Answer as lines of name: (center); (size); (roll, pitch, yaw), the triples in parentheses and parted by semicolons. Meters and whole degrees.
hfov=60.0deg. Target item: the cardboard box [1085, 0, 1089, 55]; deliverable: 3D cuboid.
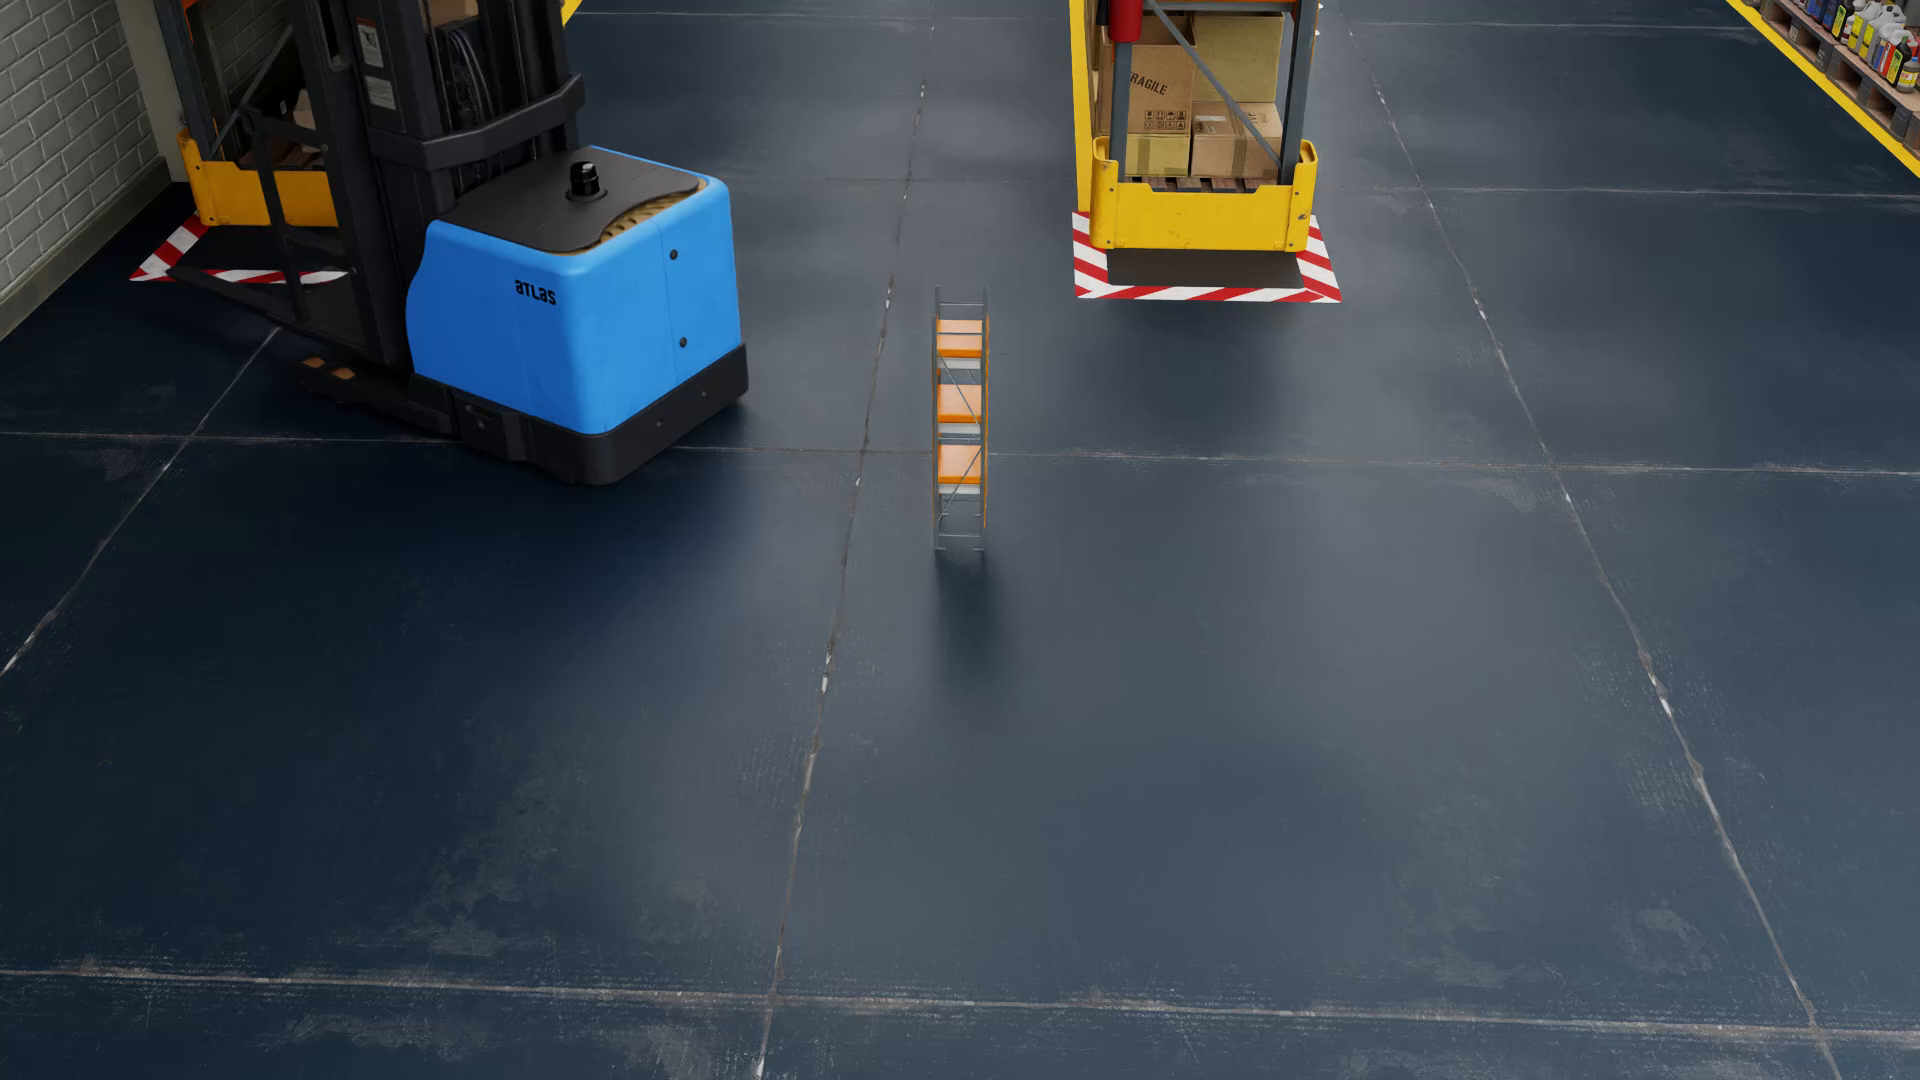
cardboard box: (1.086, -3.415, 11.027); (0.500, 0.250, 0.500); (1, 35, 2)

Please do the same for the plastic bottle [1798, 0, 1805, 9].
plastic bottle: (5.949, -3.831, 11.643); (0.097, 0.201, 0.097); (0, 35, 0)

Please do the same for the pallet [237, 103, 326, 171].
pallet: (-3.581, -2.385, 9.960); (1.003, 0.211, 1.213); (1, 35, 2)

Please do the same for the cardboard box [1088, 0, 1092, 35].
cardboard box: (1.069, -3.435, 10.402); (0.500, 0.500, 0.500); (1, 35, 2)

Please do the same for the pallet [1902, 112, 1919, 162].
pallet: (6.241, -2.158, 9.637); (1.003, 0.211, 1.213); (1, 35, 2)

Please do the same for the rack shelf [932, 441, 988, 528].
rack shelf: (0.002, -0.224, 6.658); (0.215, 0.259, 0.240); (1, 35, 2)

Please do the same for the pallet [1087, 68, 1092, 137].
pallet: (1.338, -2.902, 10.696); (1.003, 0.211, 1.213); (1, 35, 2)

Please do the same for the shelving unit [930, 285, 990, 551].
shelving unit: (0.002, -0.460, 6.492); (0.215, 1.050, 0.252); (1, 35, 2)

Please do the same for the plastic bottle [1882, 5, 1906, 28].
plastic bottle: (6.085, -3.355, 10.901); (0.152, 0.276, 0.135); (1, 35, 2)

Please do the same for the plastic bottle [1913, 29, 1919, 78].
plastic bottle: (6.027, -3.063, 10.480); (0.061, 0.283, 0.133); (1, 35, 2)

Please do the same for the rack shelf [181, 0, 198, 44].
rack shelf: (-3.572, -3.871, 10.275); (1.077, 0.370, 4.000); (1, 35, 2)

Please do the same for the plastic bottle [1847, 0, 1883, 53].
plastic bottle: (5.936, -3.375, 10.864); (0.144, 0.351, 0.185); (1, 35, 2)

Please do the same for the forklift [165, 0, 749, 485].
forklift: (-2.491, -2.059, 7.131); (3.031, 2.935, 1.130); (20, 40, 25)

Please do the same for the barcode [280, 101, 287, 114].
barcode: (-3.933, -2.515, 9.667); (0.001, 0.075, 0.075); (1, 35, 2)

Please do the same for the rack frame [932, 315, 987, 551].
rack frame: (-0.003, -0.390, 6.392); (0.200, 1.050, 0.008); (1, 35, 2)

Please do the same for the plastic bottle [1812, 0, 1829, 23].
plastic bottle: (5.961, -3.727, 11.366); (0.144, 0.351, 0.185); (2, 35, 3)

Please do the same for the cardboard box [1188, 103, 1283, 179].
cardboard box: (1.542, -2.254, 9.374); (0.500, 0.250, 0.500); (1, 35, 2)

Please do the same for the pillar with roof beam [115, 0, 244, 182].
pillar with roof beam: (-0.187, -5.793, 7.167); (9.100, 9.000, 0.400); (1, 35, 2)

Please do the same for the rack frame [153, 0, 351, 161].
rack frame: (-3.652, -3.016, 8.433); (1.000, 3.000, 0.127); (1, 35, 2)

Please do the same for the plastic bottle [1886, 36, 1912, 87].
plastic bottle: (5.869, -2.989, 10.374); (0.061, 0.283, 0.133); (2, 35, 3)

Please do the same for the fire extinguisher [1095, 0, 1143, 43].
fire extinguisher: (0.829, -2.815, 8.214); (0.296, 0.674, 0.183); (1, 35, 2)

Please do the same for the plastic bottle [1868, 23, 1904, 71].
plastic bottle: (5.926, -3.142, 10.598); (0.152, 0.276, 0.135); (0, 35, 1)

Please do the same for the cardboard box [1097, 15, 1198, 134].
cardboard box: (1.022, -2.572, 9.175); (0.500, 0.500, 0.500); (1, 35, 2)

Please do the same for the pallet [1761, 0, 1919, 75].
pallet: (6.339, -3.560, 11.631); (1.003, 0.211, 1.213); (1, 35, 2)

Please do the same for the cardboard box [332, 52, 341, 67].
cardboard box: (-3.511, -2.819, 10.108); (0.500, 0.311, 0.500); (4, 35, 6)

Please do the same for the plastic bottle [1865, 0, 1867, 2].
plastic bottle: (6.075, -3.609, 11.266); (0.097, 0.271, 0.097); (0, 35, 0)

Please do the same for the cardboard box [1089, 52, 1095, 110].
cardboard box: (1.051, -2.840, 10.209); (0.500, 0.250, 0.500); (1, 35, 2)

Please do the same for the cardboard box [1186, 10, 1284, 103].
cardboard box: (1.560, -2.848, 9.567); (0.500, 0.500, 0.500); (1, 35, 2)

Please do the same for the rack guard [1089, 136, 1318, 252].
rack guard: (1.297, -1.867, 8.972); (1.175, 0.500, 0.348); (1, 35, 2)

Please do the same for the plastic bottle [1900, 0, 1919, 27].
plastic bottle: (6.513, -3.653, 11.325); (0.152, 0.276, 0.135); (1, 35, 2)

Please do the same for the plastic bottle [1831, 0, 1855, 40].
plastic bottle: (5.905, -3.497, 11.098); (0.061, 0.283, 0.133); (3, 35, 4)

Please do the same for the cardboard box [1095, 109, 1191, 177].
cardboard box: (1.024, -2.266, 9.391); (0.500, 0.250, 0.500); (1, 35, 2)
